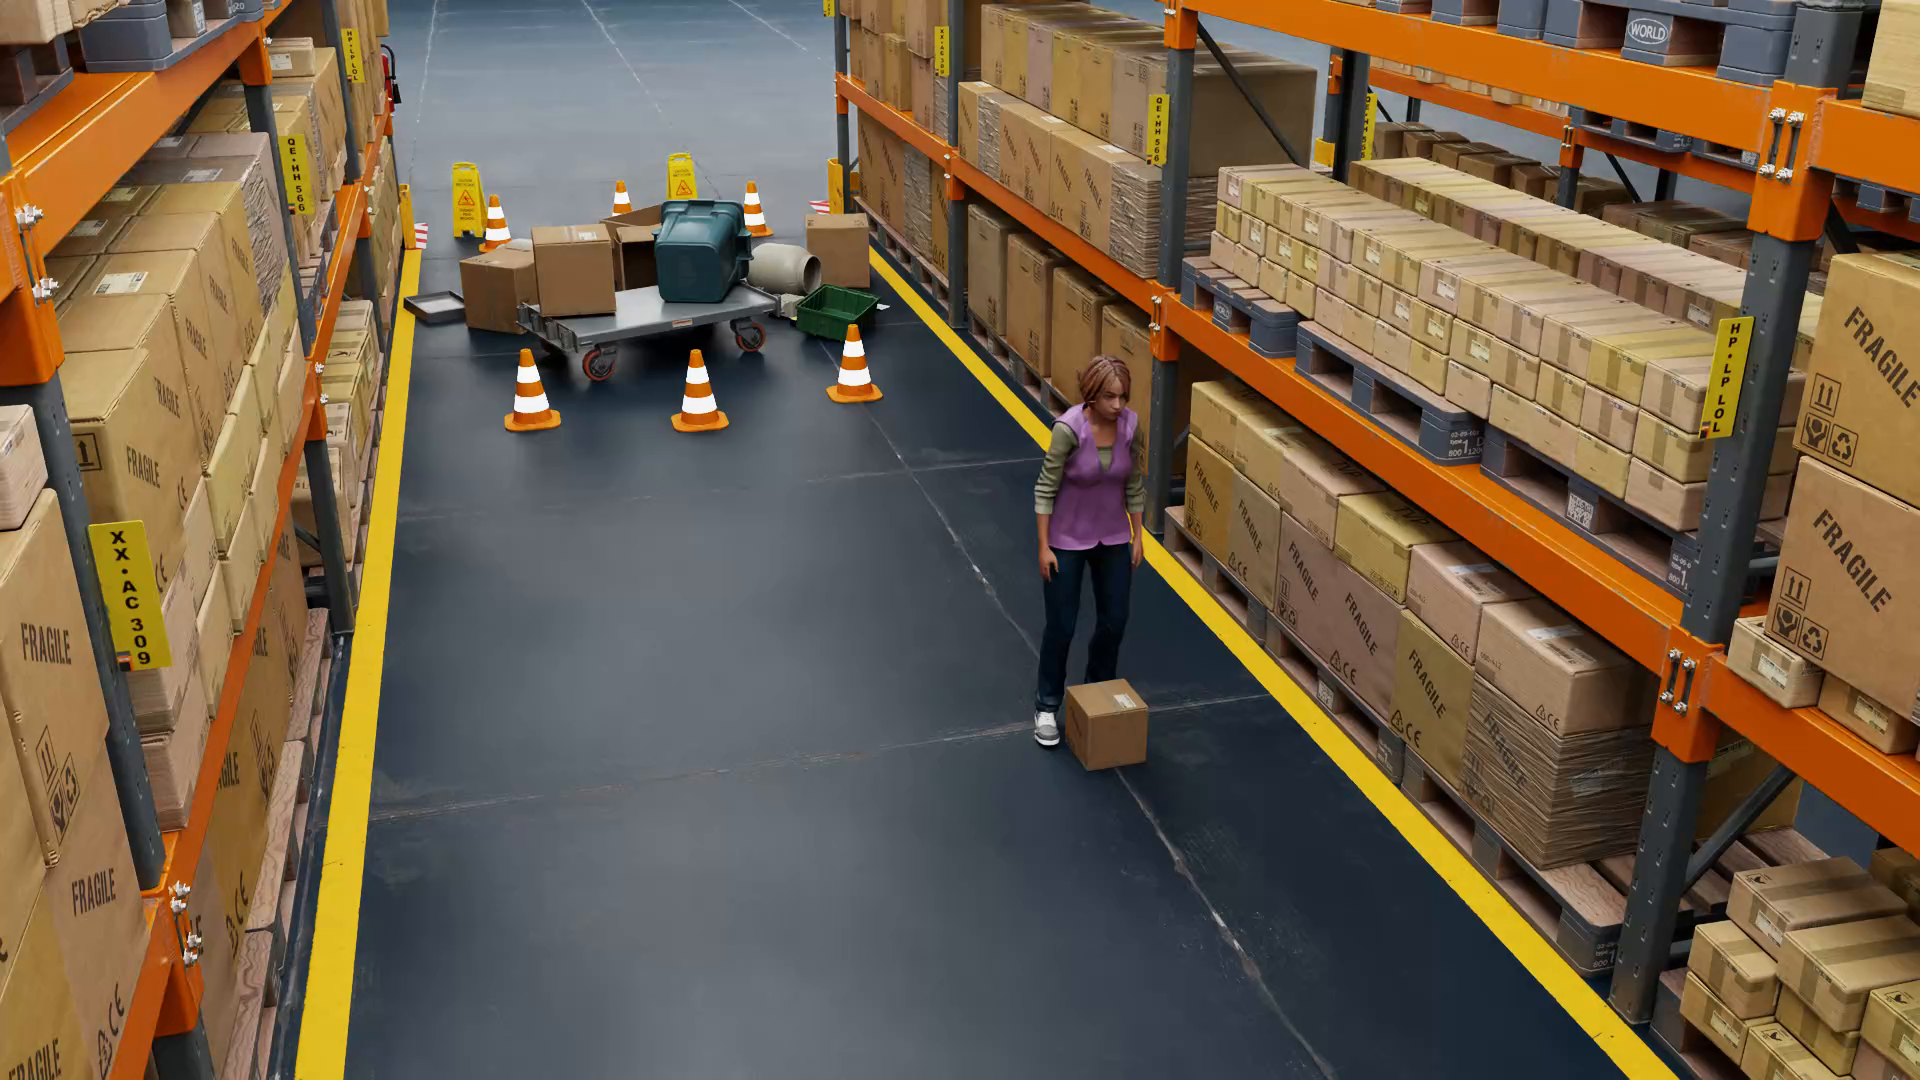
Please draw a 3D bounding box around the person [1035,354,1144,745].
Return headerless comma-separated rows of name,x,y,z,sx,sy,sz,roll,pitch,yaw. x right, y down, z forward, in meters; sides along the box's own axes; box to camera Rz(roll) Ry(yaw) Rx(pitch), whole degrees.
person,0.513,0.033,6.535,0.477,1.591,0.377,-8,24,-17
